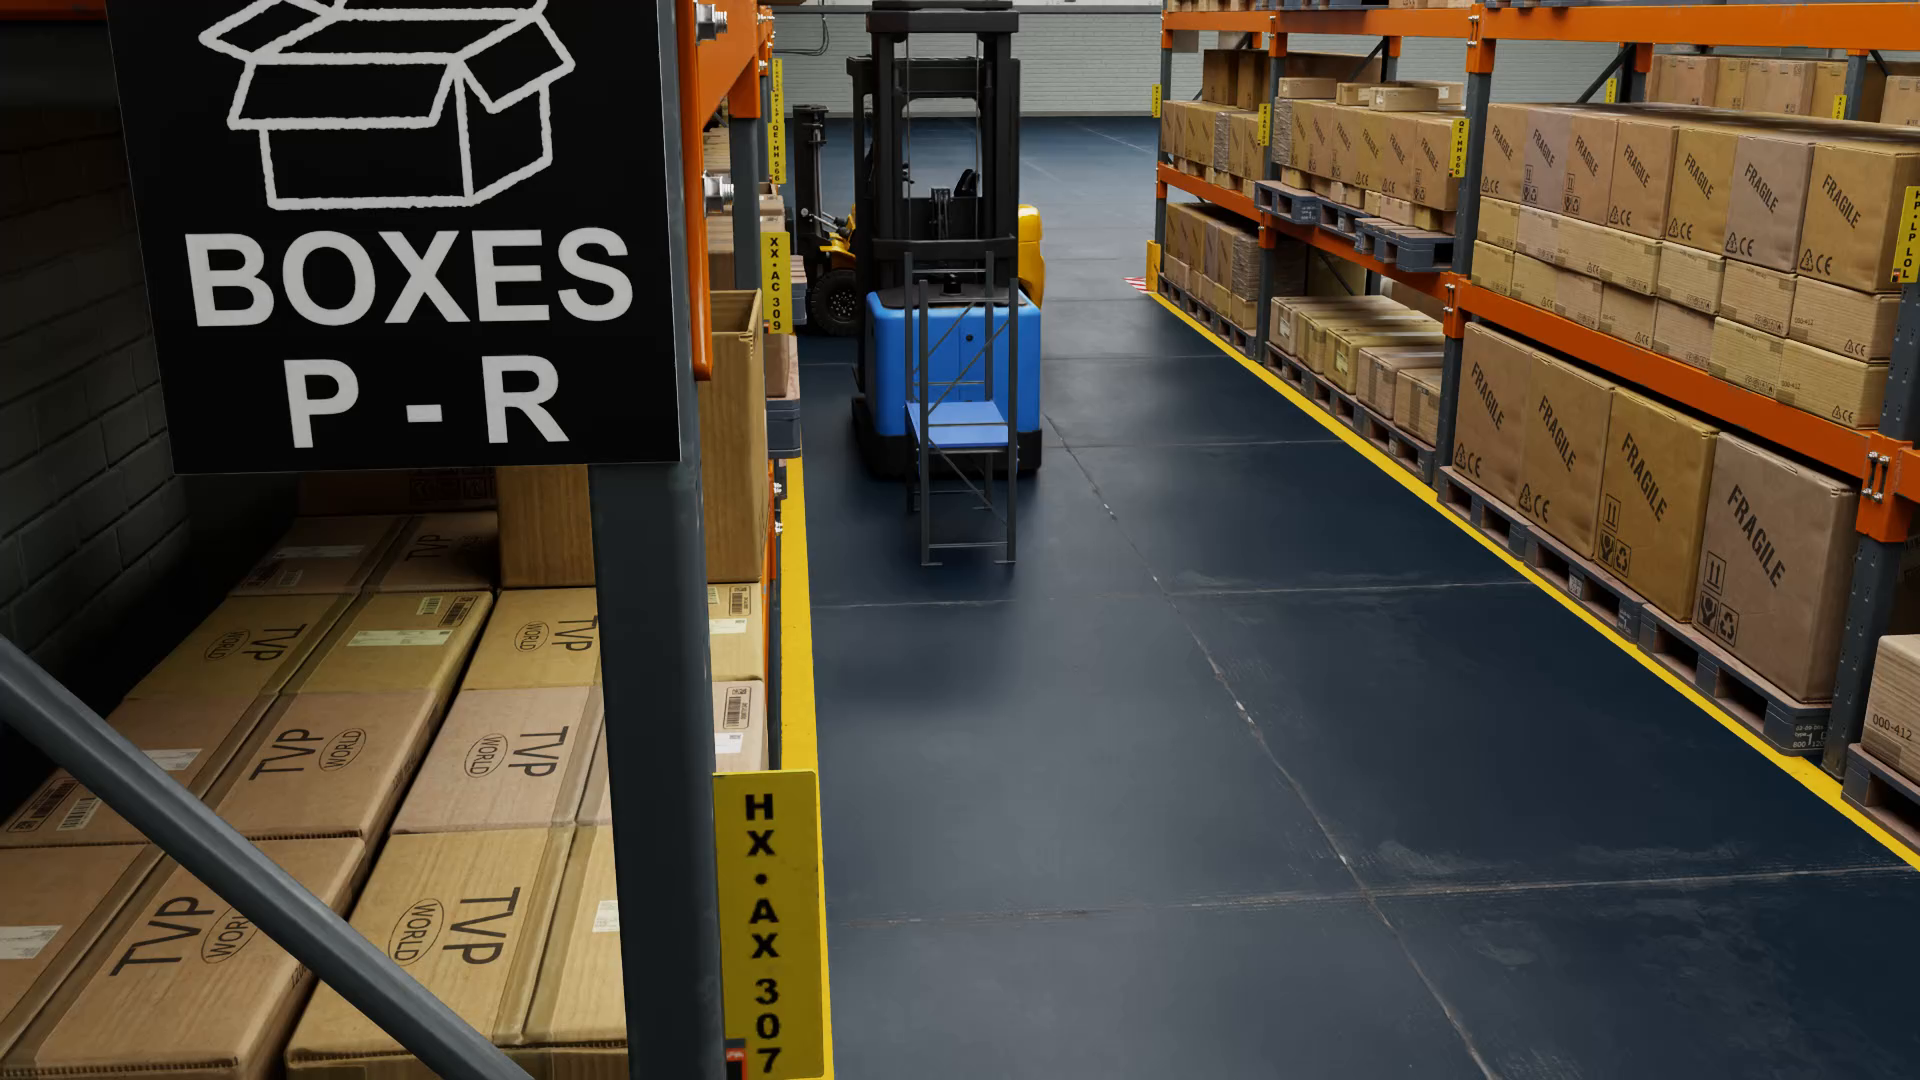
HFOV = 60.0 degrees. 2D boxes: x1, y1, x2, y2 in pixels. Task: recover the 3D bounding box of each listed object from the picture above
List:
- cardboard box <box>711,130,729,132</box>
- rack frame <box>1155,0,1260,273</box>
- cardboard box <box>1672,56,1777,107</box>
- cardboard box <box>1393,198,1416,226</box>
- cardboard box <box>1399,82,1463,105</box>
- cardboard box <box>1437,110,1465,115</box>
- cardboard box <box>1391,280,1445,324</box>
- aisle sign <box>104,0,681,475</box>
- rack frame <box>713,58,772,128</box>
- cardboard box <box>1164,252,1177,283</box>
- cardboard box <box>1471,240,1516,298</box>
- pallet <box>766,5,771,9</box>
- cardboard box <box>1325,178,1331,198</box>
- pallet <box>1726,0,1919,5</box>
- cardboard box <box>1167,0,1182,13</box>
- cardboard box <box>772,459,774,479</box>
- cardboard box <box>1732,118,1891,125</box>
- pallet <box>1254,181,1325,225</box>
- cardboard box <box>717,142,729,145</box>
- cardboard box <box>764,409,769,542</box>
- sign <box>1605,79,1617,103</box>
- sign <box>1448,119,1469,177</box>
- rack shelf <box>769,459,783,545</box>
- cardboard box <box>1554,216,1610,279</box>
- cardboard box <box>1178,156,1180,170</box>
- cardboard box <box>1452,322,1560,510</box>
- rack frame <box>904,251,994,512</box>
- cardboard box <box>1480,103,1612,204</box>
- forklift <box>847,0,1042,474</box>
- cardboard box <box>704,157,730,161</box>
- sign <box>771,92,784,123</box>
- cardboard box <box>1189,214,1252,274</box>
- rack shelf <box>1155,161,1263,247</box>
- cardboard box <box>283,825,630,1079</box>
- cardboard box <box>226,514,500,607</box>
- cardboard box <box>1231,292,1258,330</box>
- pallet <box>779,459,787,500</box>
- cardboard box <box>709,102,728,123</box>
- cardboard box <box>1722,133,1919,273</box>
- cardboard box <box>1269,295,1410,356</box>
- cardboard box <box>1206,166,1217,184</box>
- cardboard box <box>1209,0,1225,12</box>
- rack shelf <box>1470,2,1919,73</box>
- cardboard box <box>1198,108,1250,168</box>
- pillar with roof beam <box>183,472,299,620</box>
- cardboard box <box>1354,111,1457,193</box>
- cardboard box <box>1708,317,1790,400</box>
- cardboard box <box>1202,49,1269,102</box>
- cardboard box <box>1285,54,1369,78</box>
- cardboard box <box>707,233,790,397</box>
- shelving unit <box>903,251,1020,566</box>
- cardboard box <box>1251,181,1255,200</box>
[{"bbox_3d":[-1.658,-2.965,12.365,0.380,0.149,0.250,-2,18,-6],"label":"cardboard box"},{"bbox_3d":[2.566,-4.126,17.311,1.000,3.000,0.127,-2,18,-6],"label":"rack frame"},{"bbox_3d":[7.550,-4.452,16.296,0.875,0.550,0.550,-2,18,-6],"label":"cardboard box"},{"bbox_3d":[2.953,-2.064,10.463,0.380,0.149,0.250,-2,18,-6],"label":"cardboard box"},{"bbox_3d":[3.386,-3.217,11.969,0.380,0.149,0.250,-3,18,-8],"label":"cardboard box"},{"bbox_3d":[3.452,-2.586,11.043,0.500,0.500,0.500,-1,17,-5],"label":"cardboard box"},{"bbox_3d":[4.221,-2.104,15.039,0.500,0.500,0.500,11,21,32],"label":"cardboard box"},{"bbox_3d":[-0.422,-0.433,1.209,0.394,0.787,0.004,-2,18,-6],"label":"aisle sign"},{"bbox_3d":[-1.959,-2.779,13.023,1.000,3.000,0.127,-2,18,-6],"label":"rack frame"},{"bbox_3d":[2.374,-2.765,16.867,0.500,0.250,0.500,-2,18,-6],"label":"cardboard box"},{"bbox_3d":[3.191,-1.517,9.252,0.500,0.250,0.500,-2,18,-7],"label":"cardboard box"},{"bbox_3d":[-1.705,-3.128,9.441,1.213,0.211,1.003,-1,17,-3],"label":"pallet"},{"bbox_3d":[2.852,-2.532,11.951,0.380,0.149,0.250,-2,18,-5],"label":"cardboard box"},{"bbox_3d":[3.660,-2.162,6.367,0.805,0.209,1.217,-2,18,-8],"label":"pallet"},{"bbox_3d":[2.277,-5.328,16.552,0.380,0.149,0.250,-2,18,-6],"label":"cardboard box"},{"bbox_3d":[-1.289,-0.476,9.158,0.500,0.500,0.500,-1,17,-4],"label":"cardboard box"},{"bbox_3d":[3.855,-1.669,7.650,0.500,0.500,0.500,-2,18,-7],"label":"cardboard box"},{"bbox_3d":[2.912,-2.610,12.804,1.003,0.211,1.213,-2,18,-6],"label":"pallet"},{"bbox_3d":[-1.437,-2.585,11.155,0.380,0.149,0.250,-2,18,-7],"label":"cardboard box"},{"bbox_3d":[-0.772,-0.173,4.475,0.500,0.250,0.500,-2,18,-5],"label":"cardboard box"},{"bbox_3d":[6.926,-4.744,17.703,0.100,0.325,0.005,-2,18,-6],"label":"sign"},{"bbox_3d":[2.852,-2.237,9.495,0.100,0.325,0.005,-2,18,-6],"label":"sign"},{"bbox_3d":[-1.340,-0.649,7.436,1.077,0.370,4.000,-2,18,-6],"label":"rack shelf"},{"bbox_3d":[3.289,-1.448,8.196,0.500,0.250,0.500,-2,18,-6],"label":"cardboard box"},{"bbox_3d":[2.382,-3.742,16.508,0.380,0.149,0.250,-2,18,-7],"label":"cardboard box"},{"bbox_3d":[3.379,-0.720,9.310,0.875,0.875,0.875,-2,18,-6],"label":"cardboard box"},{"bbox_3d":[-0.061,-0.892,9.516,0.500,1.500,0.032,-2,18,-6],"label":"rack frame"},{"bbox_3d":[3.198,-2.112,9.062,0.500,0.500,0.500,-2,18,-7],"label":"cardboard box"},{"bbox_3d":[-0.183,-2.202,11.298,1.130,2.935,3.031,-2,18,-7],"label":"forklift"},{"bbox_3d":[-1.367,-2.204,9.941,0.380,0.149,0.250,-1,17,-4],"label":"cardboard box"},{"bbox_3d":[-1.420,-3.314,12.924,0.100,0.325,0.005,-2,18,-6],"label":"sign"},{"bbox_3d":[2.479,-2.811,15.759,0.500,0.500,0.500,-1,17,-5],"label":"cardboard box"},{"bbox_3d":[2.772,-3.187,15.520,1.077,0.370,4.000,-2,18,-6],"label":"rack shelf"},{"bbox_3d":[-0.500,0.582,2.070,0.500,0.250,0.500,-2,18,-5],"label":"cardboard box"},{"bbox_3d":[-1.184,0.139,3.479,0.500,0.250,0.500,-2,18,-6],"label":"cardboard box"},{"bbox_3d":[2.650,-1.990,14.398,0.500,0.250,0.500,-1,17,-3],"label":"cardboard box"},{"bbox_3d":[-1.592,-0.504,10.429,1.003,0.211,1.213,-2,18,-6],"label":"pallet"},{"bbox_3d":[-1.831,-3.457,13.435,0.380,0.149,0.250,-2,17,-5],"label":"cardboard box"},{"bbox_3d":[3.447,-1.355,6.648,0.500,0.500,0.500,-1,17,-5],"label":"cardboard box"},{"bbox_3d":[3.035,-1.724,13.348,0.950,0.372,0.625,-2,17,-5],"label":"cardboard box"},{"bbox_3d":[2.475,-3.356,15.277,0.380,0.149,0.250,-2,18,-5],"label":"cardboard box"},{"bbox_3d":[2.482,-4.866,15.080,0.380,0.149,0.250,-2,18,-7],"label":"cardboard box"},{"bbox_3d":[3.597,-2.234,7.479,1.077,0.370,4.000,-2,18,-6],"label":"rack shelf"},{"bbox_3d":[2.510,-3.708,15.318,0.500,0.500,0.500,-2,18,-7],"label":"cardboard box"},{"bbox_3d":[2.324,-3.156,4.206,9.100,9.000,0.400,-2,18,-6],"label":"pillar with roof beam"},{"bbox_3d":[2.950,-2.563,10.969,0.500,0.500,0.500,-3,18,-9],"label":"cardboard box"},{"bbox_3d":[3.455,-0.757,6.829,0.500,0.250,0.500,-2,18,-6],"label":"cardboard box"},{"bbox_3d":[2.835,-4.647,16.638,0.700,0.500,0.500,-2,18,-7],"label":"cardboard box"},{"bbox_3d":[3.118,-3.891,14.231,0.700,0.500,0.500,-2,18,-5],"label":"cardboard box"},{"bbox_3d":[-0.961,-0.795,5.834,0.700,0.500,0.500,-1,17,-4],"label":"cardboard box"},{"bbox_3d":[-0.009,-0.741,9.033,0.538,1.500,1.048,-2,18,-6],"label":"shelving unit"},{"bbox_3d":[2.642,-2.900,13.827,0.380,0.149,0.250,-2,18,-6],"label":"cardboard box"}]
